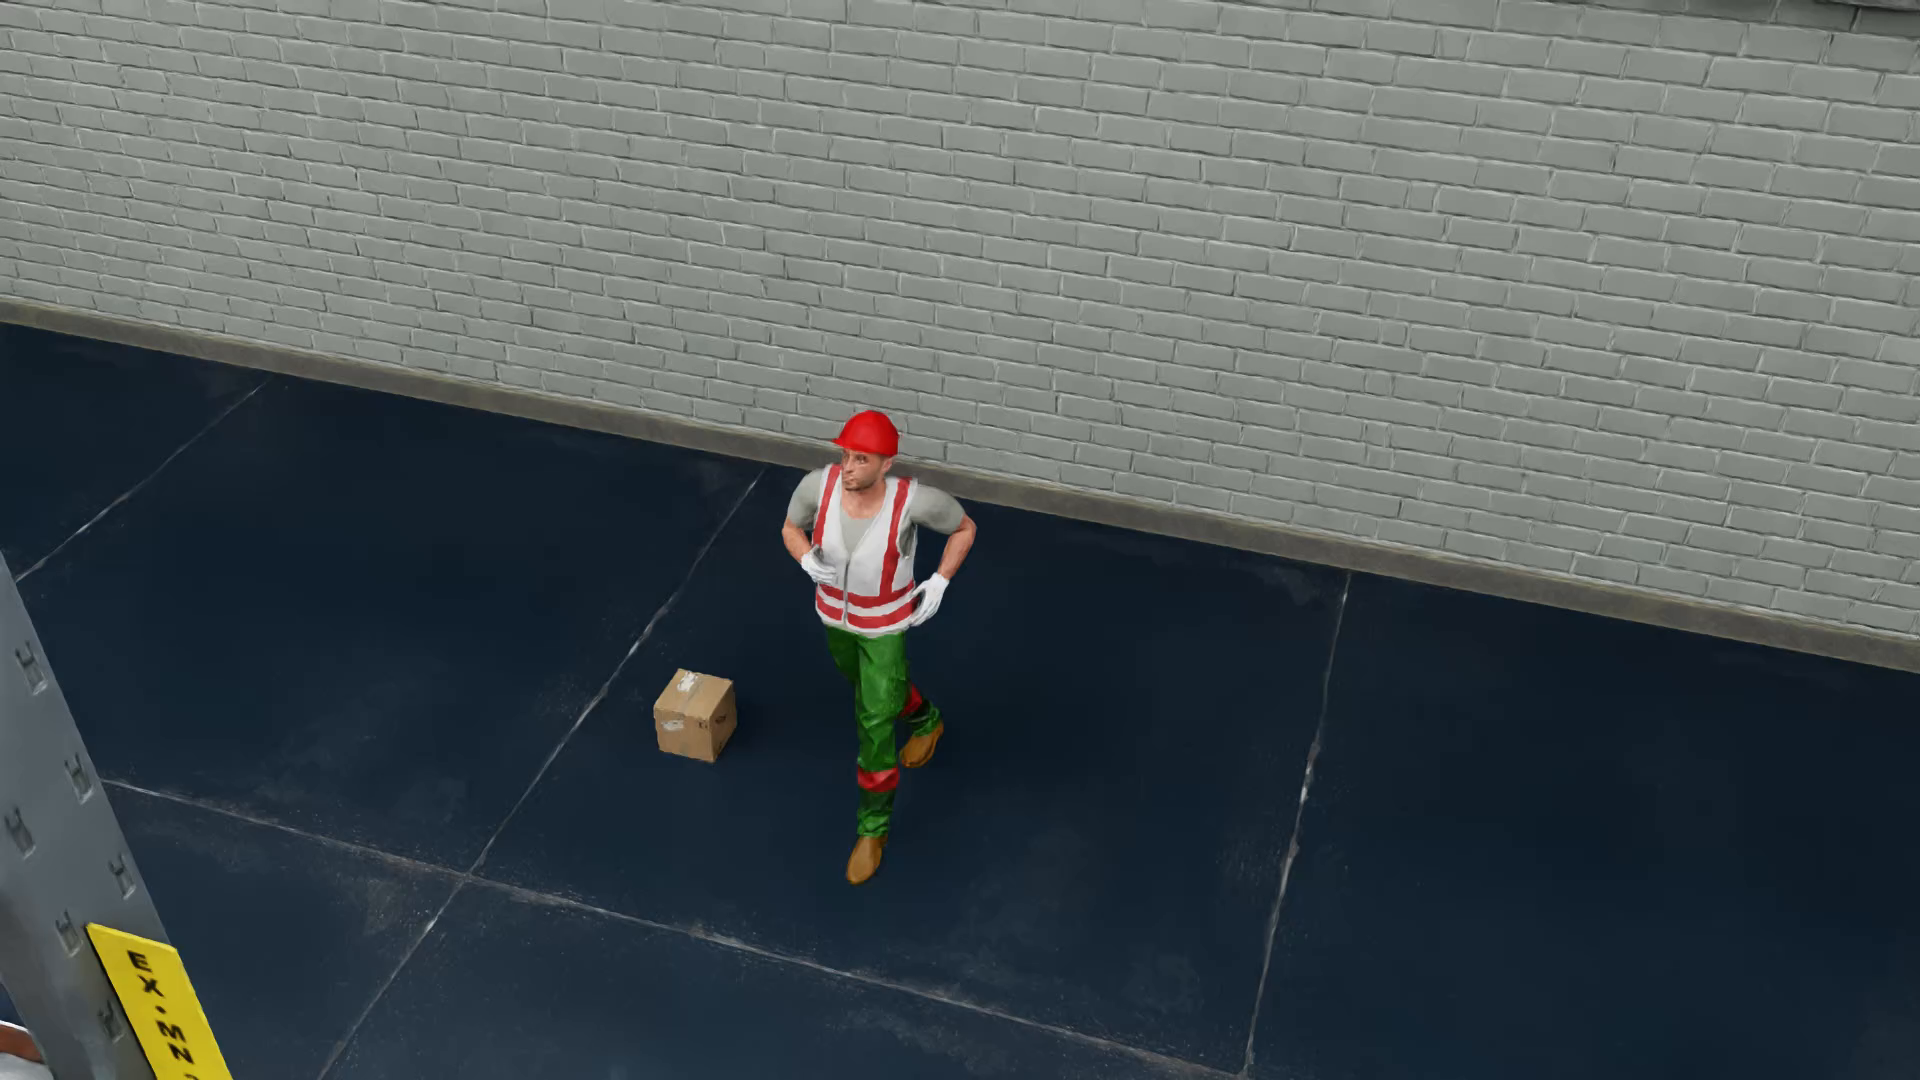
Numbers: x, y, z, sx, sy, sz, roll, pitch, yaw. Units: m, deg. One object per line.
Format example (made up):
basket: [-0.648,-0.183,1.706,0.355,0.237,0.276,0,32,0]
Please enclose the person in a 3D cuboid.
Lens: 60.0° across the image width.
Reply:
person: [-0.414,0.324,6.272,0.667,1.729,0.924,19,41,23]
